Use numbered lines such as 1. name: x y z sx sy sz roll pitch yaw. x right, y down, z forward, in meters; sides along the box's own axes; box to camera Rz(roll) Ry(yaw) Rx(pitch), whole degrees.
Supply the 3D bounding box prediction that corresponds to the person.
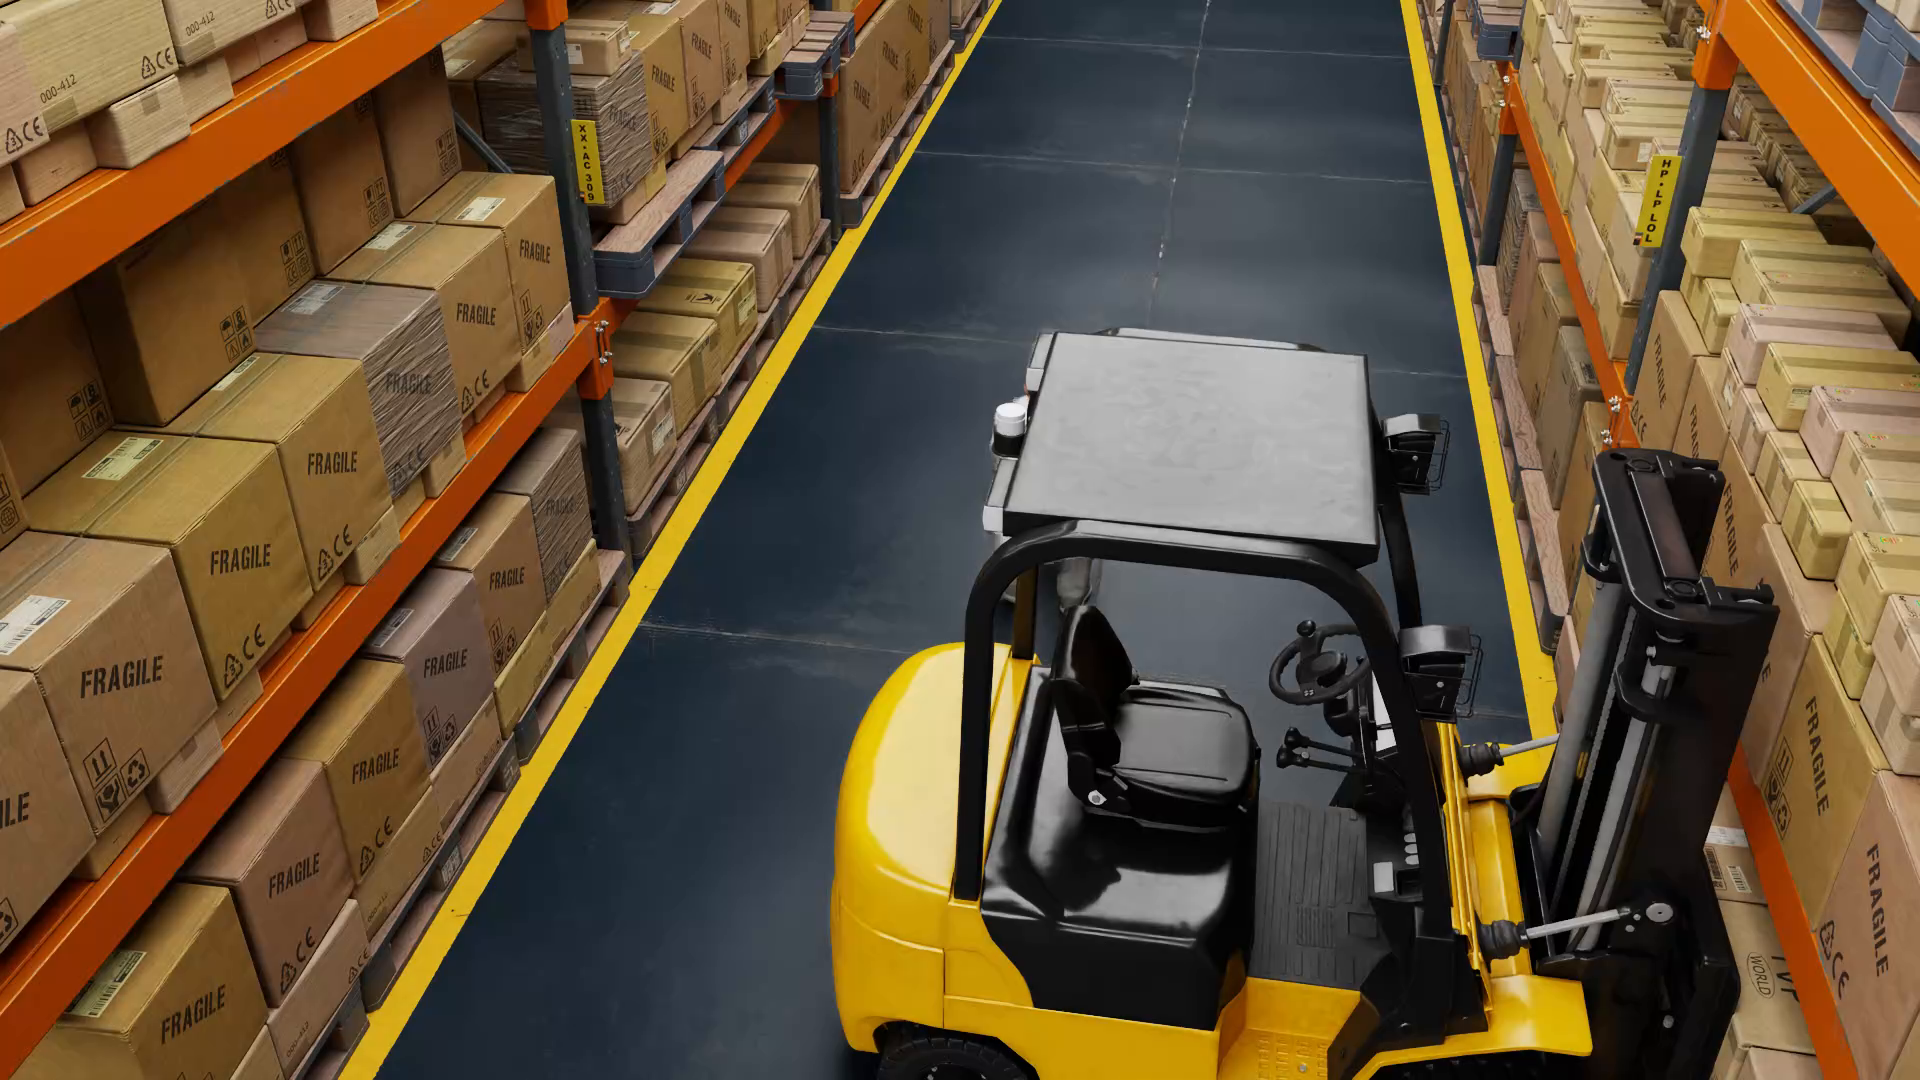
1. person: 0.381 -0.232 7.131 0.495 0.907 0.867 5 33 7
